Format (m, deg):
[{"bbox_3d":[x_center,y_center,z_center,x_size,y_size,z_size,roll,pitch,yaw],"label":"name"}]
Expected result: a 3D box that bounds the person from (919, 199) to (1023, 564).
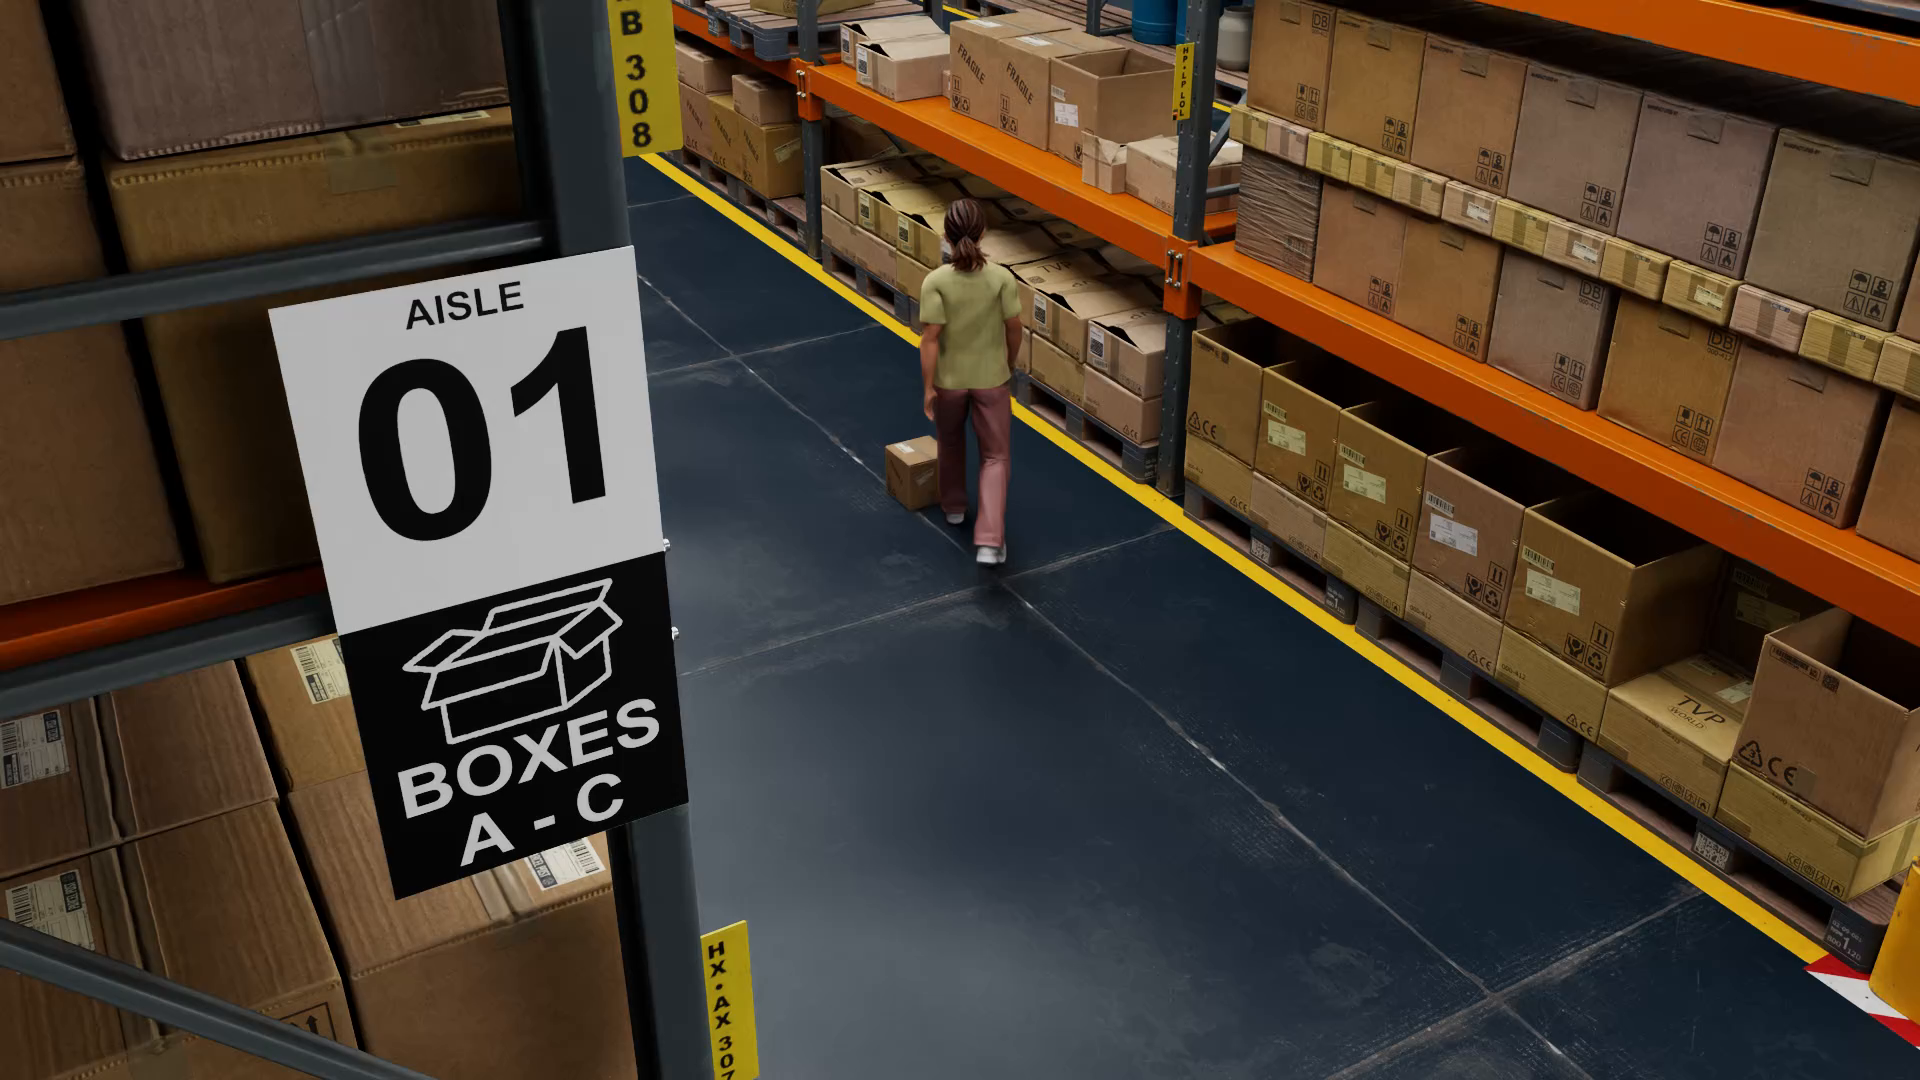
[{"bbox_3d":[0.049,-0.705,7.391,0.451,1.642,0.962,0,29,0],"label":"person"}]
